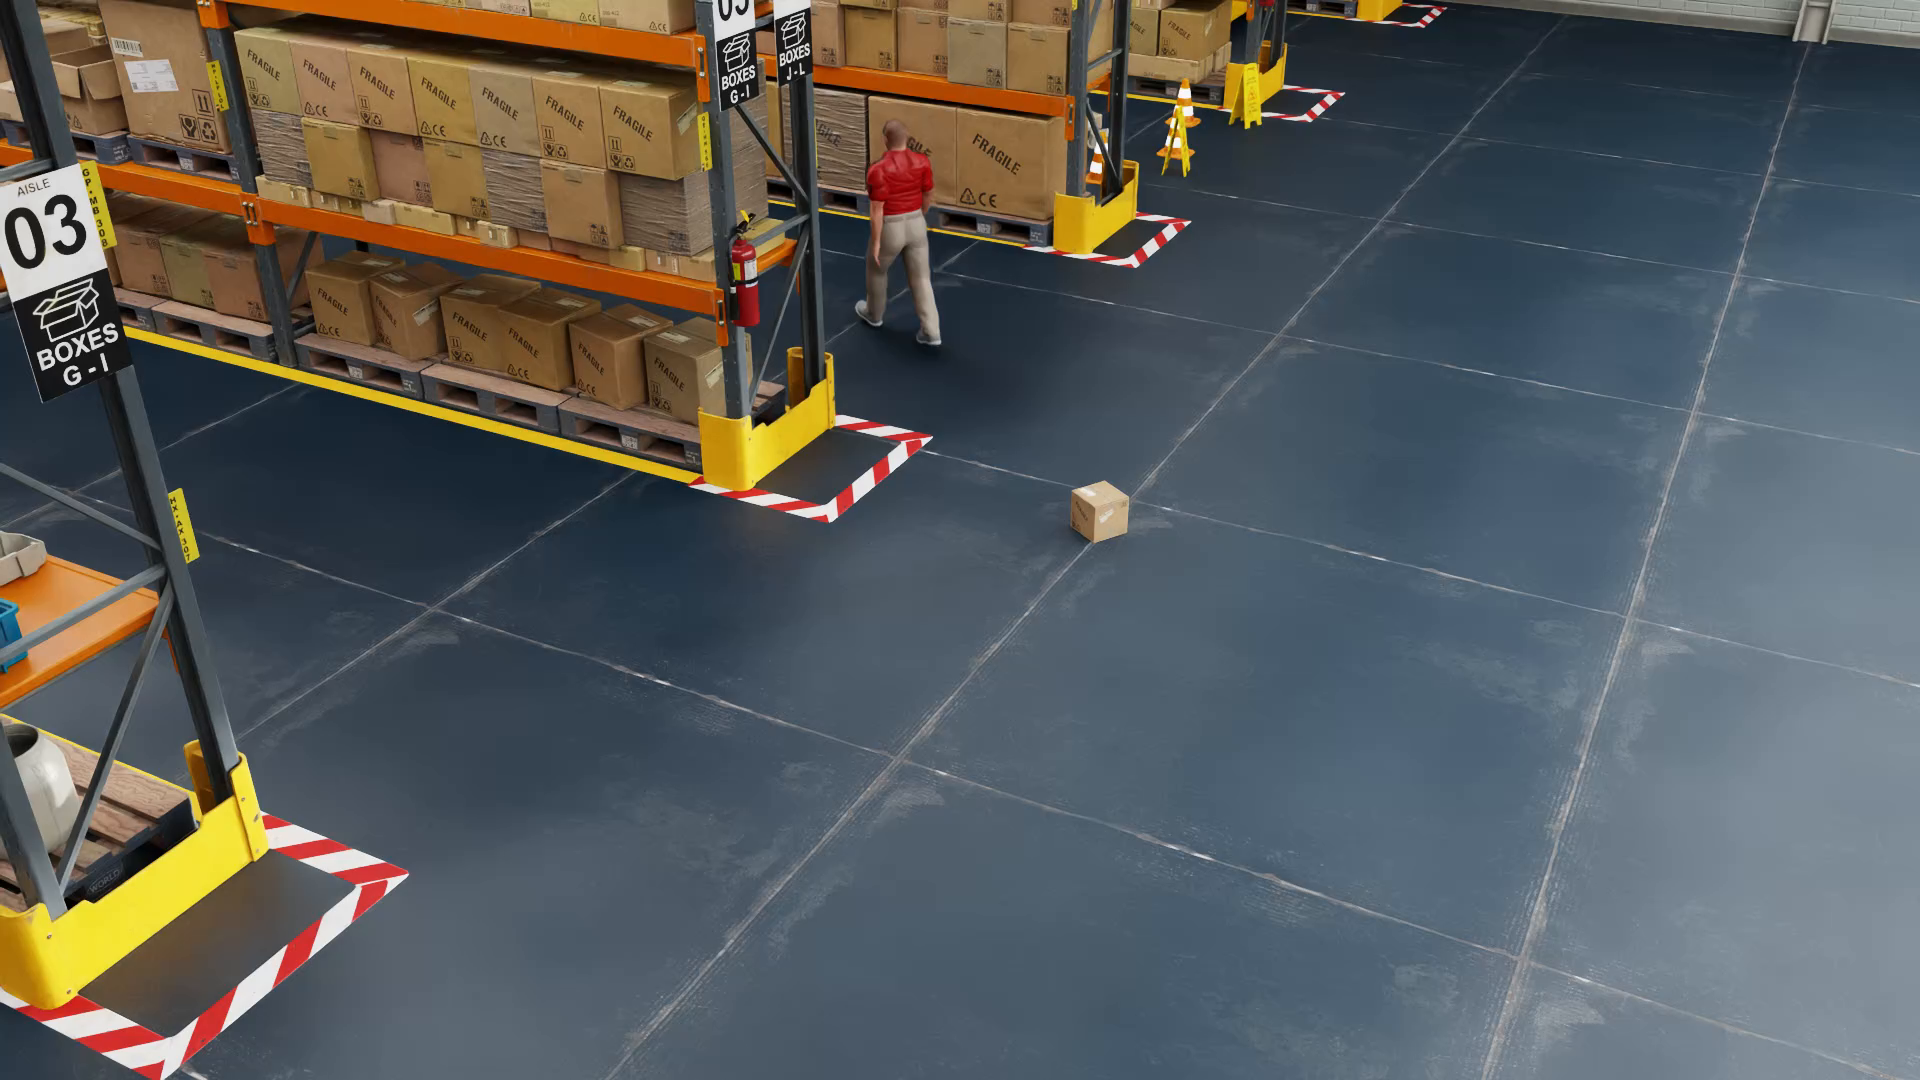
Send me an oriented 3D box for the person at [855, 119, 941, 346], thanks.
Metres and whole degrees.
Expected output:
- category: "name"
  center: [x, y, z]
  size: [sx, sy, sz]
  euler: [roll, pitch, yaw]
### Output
- category: "person"
  center: [-0.462, -2.308, 12.338]
  size: [0.551, 1.678, 1.040]
  euler: [-12, 32, -20]
